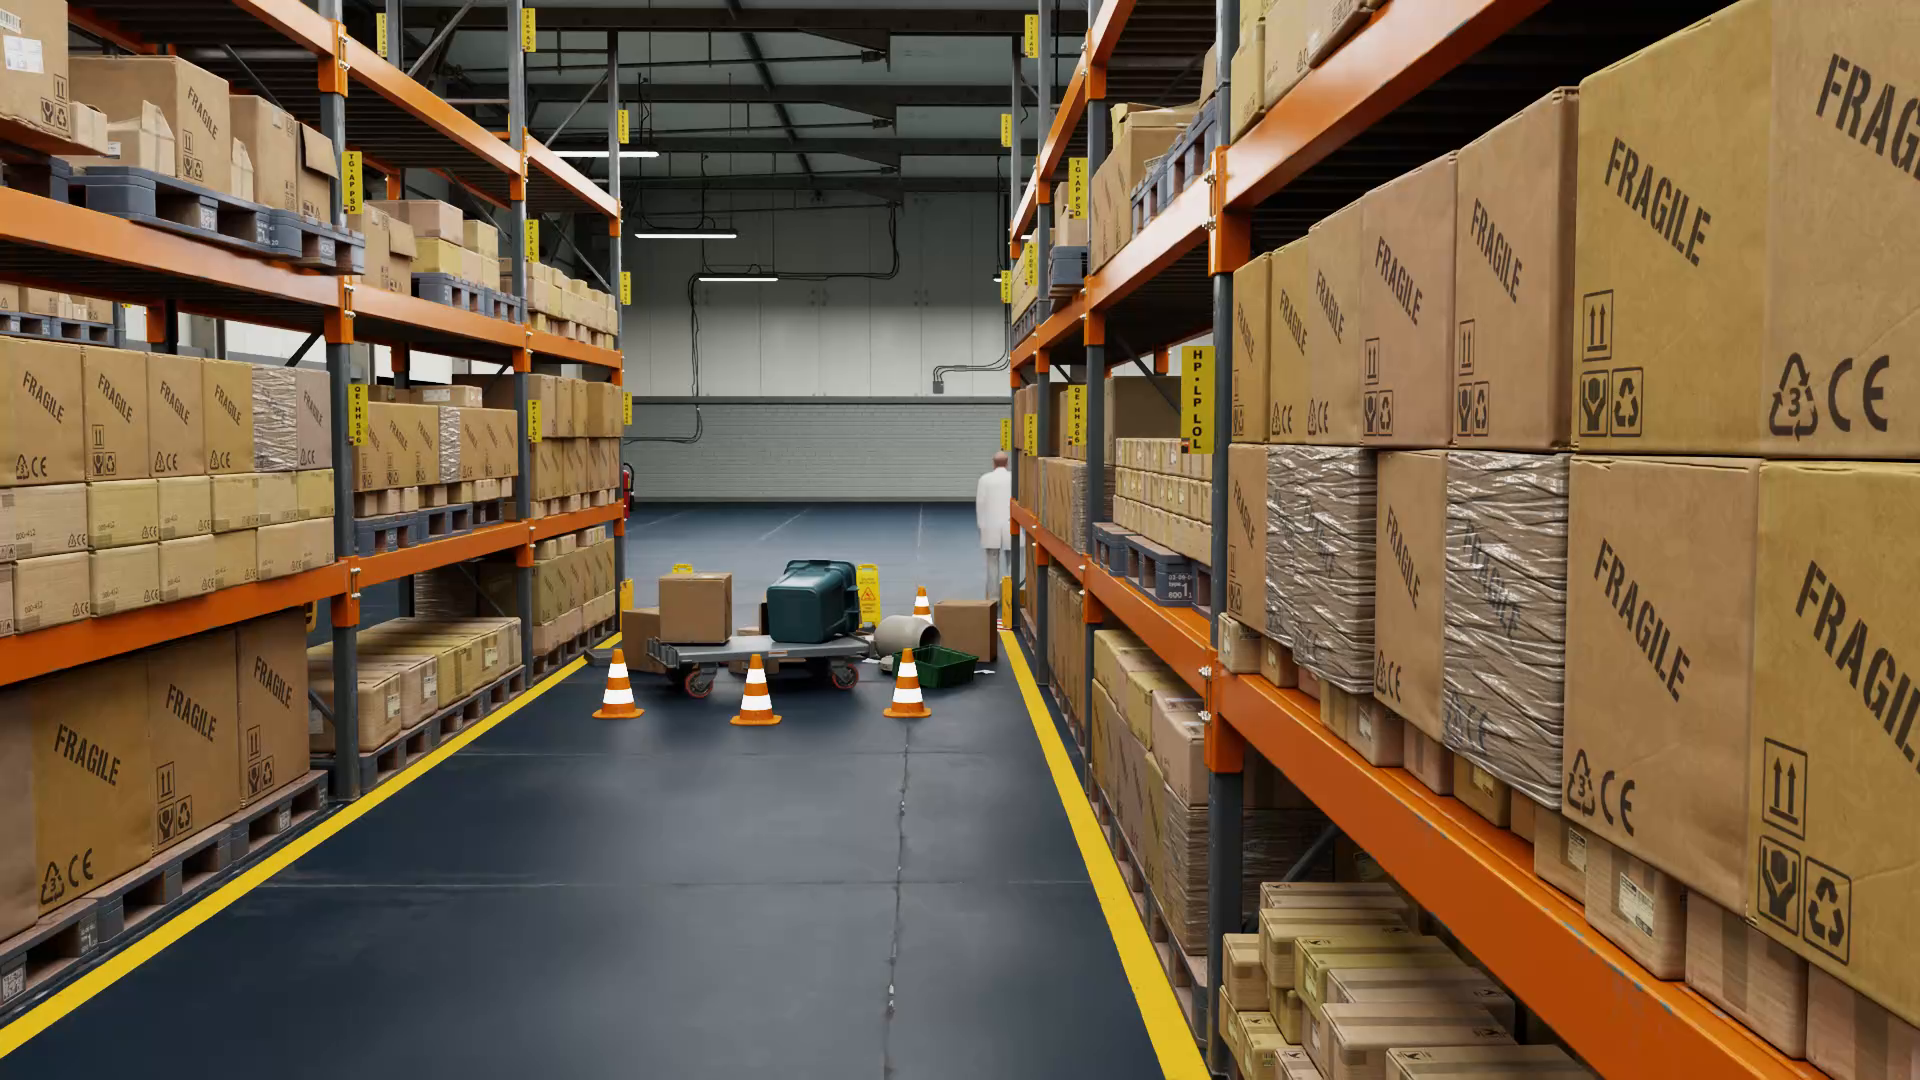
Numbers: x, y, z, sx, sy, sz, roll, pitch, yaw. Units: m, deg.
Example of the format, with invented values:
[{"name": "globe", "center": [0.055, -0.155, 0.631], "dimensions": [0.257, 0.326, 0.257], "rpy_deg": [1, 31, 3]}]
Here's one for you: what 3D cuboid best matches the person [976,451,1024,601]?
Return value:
[{"name": "person", "center": [0.472, -0.099, 19.037], "dimensions": [0.591, 1.836, 0.446], "rpy_deg": [0, 4, -2]}]
